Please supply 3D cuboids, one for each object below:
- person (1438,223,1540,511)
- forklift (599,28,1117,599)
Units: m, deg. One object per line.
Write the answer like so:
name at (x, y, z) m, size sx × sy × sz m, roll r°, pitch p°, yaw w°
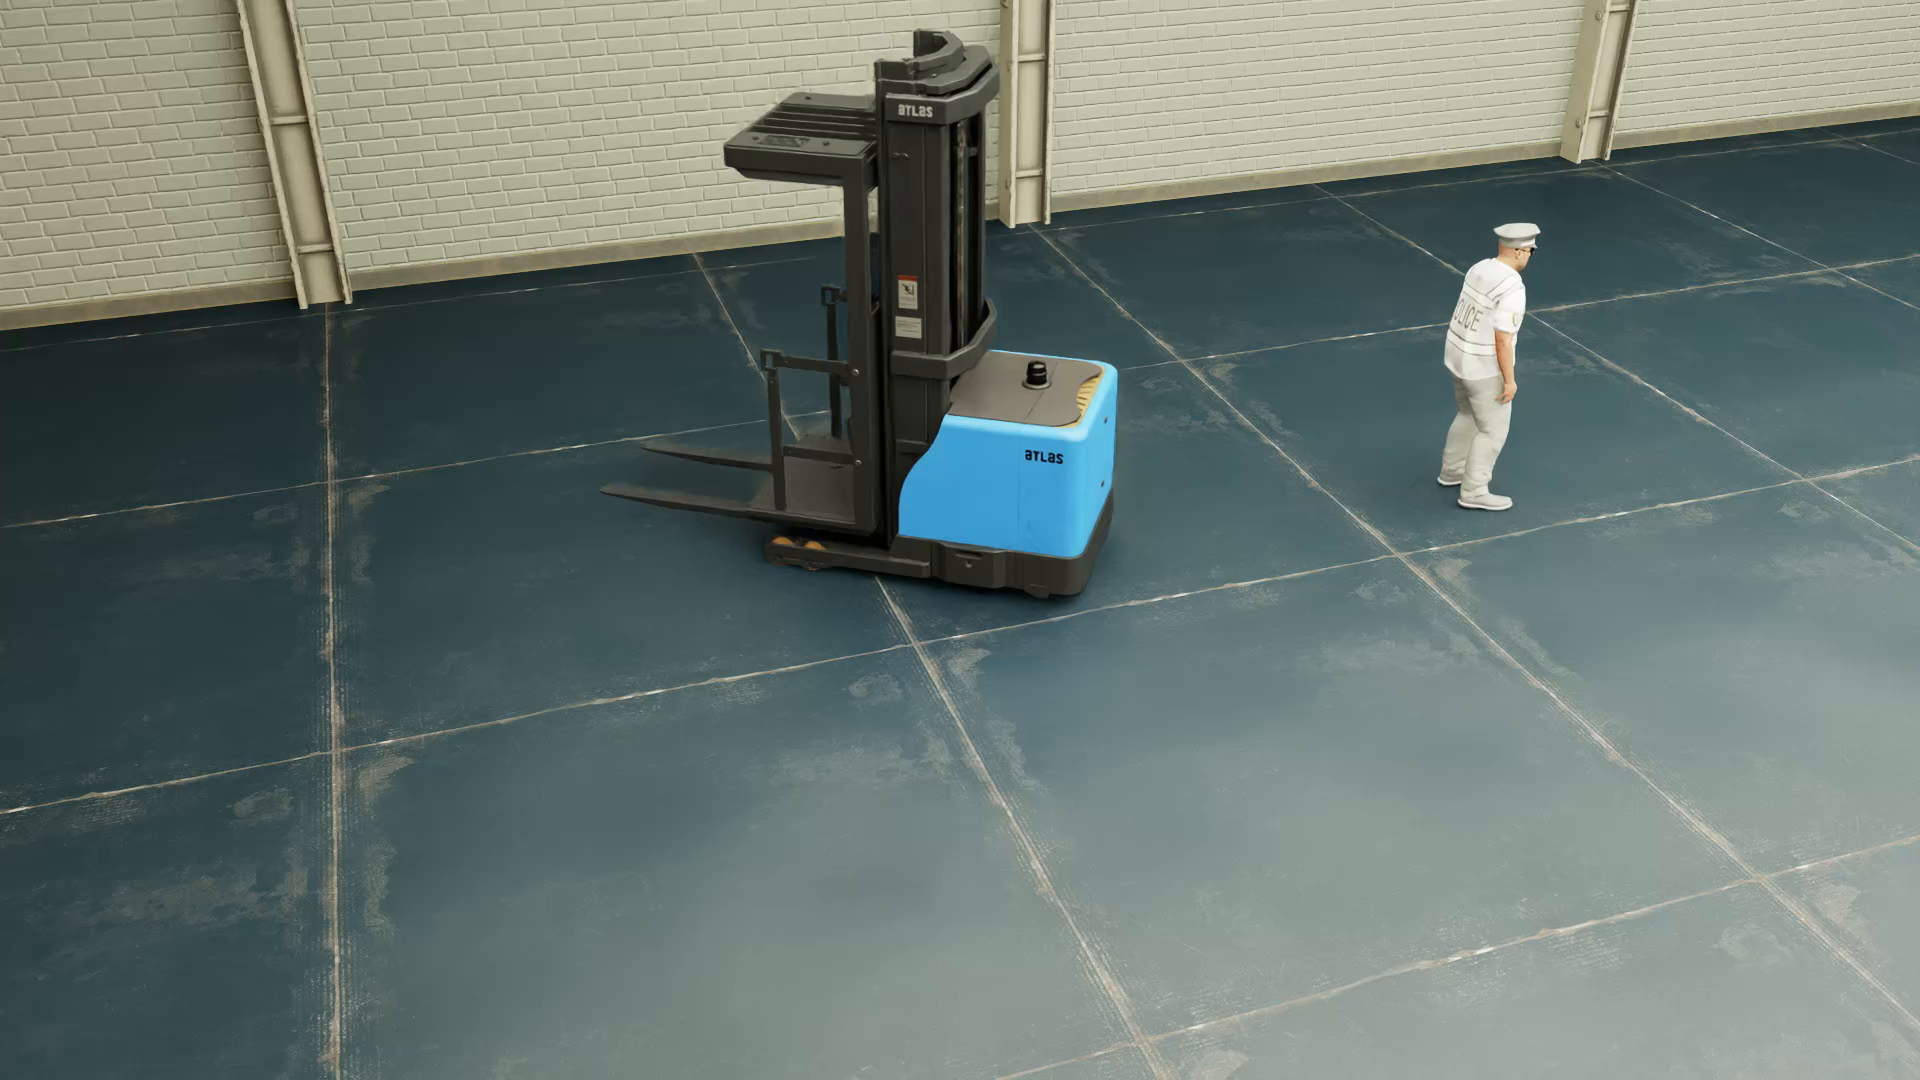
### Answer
person at (3.187, -1.062, 10.120) m, size 0.440 × 1.747 × 0.585 m, roll -6°, pitch 30°, yaw -10°
forklift at (-0.648, -1.337, 9.410) m, size 3.031 × 2.935 × 1.130 m, roll 8°, pitch 31°, yaw 13°
